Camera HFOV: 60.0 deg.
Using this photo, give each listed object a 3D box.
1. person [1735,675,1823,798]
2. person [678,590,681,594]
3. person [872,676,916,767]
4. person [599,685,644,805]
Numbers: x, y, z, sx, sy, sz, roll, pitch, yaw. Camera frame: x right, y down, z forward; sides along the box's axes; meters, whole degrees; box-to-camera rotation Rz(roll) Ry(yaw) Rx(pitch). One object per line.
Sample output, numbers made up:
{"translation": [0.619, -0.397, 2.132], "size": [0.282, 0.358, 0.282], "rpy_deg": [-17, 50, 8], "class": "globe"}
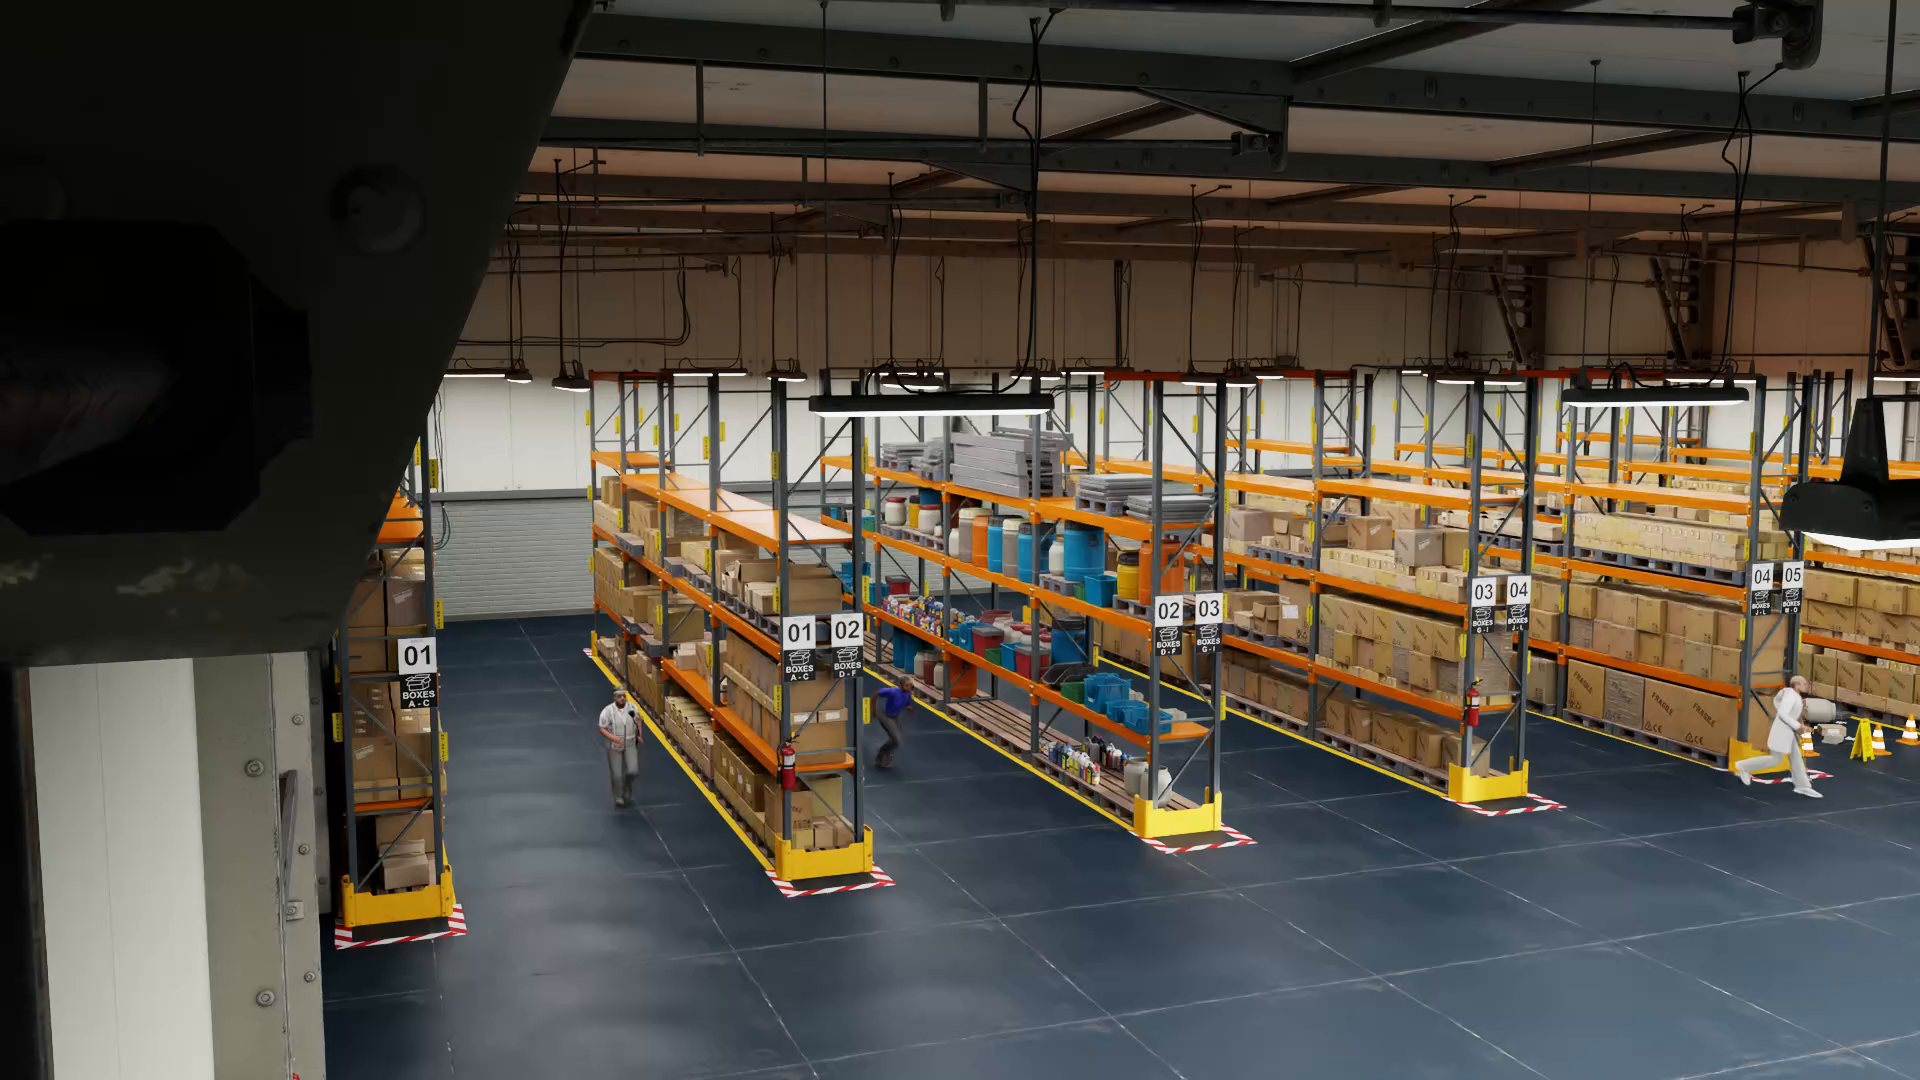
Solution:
{"translation": [11.820, 2.790, 23.938], "size": [1.149, 1.739, 0.743], "rpy_deg": [3, 7, 26], "class": "person"}
{"translation": [-6.345, 1.405, 36.158], "size": [0.948, 1.765, 0.689], "rpy_deg": [4, 7, 30], "class": "person"}
{"translation": [-1.031, 2.774, 25.311], "size": [0.855, 1.487, 0.602], "rpy_deg": [6, 9, 44], "class": "person"}
{"translation": [-4.715, 2.875, 23.268], "size": [0.646, 1.729, 0.671], "rpy_deg": [-3, 7, -26], "class": "person"}
